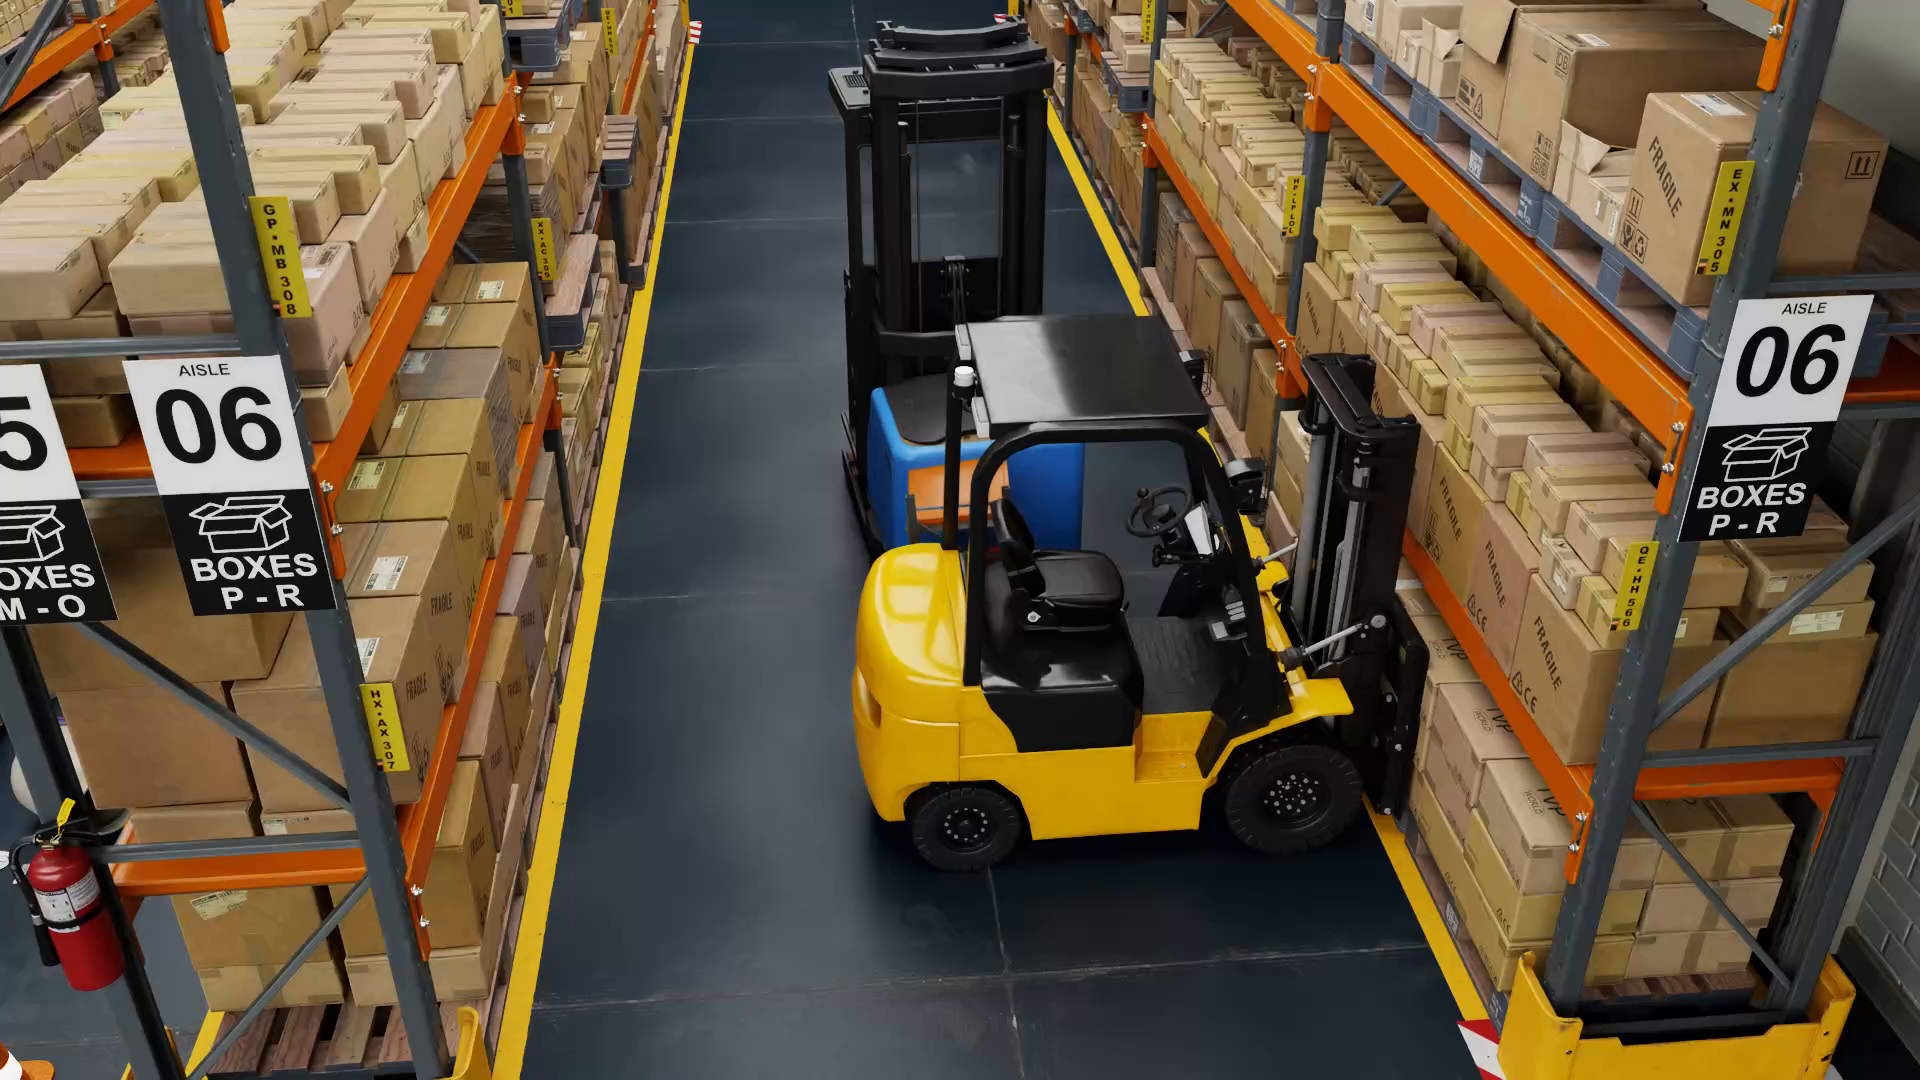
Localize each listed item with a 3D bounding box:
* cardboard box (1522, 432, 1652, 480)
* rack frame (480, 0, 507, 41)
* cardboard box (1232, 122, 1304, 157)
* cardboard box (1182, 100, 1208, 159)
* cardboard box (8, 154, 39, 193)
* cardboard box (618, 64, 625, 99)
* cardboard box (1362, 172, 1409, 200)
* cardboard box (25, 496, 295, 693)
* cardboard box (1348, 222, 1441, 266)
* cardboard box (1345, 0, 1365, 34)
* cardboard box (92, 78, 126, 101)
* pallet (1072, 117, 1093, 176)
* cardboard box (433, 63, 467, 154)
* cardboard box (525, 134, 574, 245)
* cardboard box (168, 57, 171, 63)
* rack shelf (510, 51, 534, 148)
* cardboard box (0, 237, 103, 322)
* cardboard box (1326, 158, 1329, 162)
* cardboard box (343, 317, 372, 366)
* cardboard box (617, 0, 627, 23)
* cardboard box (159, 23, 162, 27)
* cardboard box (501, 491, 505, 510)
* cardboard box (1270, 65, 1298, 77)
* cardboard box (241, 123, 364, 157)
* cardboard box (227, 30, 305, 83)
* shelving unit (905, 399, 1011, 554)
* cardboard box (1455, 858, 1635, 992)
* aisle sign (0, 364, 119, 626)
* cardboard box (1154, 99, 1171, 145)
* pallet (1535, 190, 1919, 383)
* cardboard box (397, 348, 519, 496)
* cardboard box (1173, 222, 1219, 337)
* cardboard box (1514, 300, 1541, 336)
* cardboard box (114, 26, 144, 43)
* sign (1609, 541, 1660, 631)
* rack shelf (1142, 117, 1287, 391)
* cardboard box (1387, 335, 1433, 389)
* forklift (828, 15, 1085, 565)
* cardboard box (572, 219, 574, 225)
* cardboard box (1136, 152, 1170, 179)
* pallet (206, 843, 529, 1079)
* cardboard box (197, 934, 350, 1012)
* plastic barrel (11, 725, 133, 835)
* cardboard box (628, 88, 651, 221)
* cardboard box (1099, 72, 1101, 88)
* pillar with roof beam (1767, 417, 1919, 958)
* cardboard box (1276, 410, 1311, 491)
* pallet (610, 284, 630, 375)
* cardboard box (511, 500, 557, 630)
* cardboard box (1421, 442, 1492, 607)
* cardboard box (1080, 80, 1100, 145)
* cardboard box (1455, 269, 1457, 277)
[{"bbox_3d":[2.362,-0.282,6.277,0.380,0.149,0.250,-3,31,-4],"label":"cardboard box"},{"bbox_3d":[-2.655,-3.651,7.087,1.000,3.000,0.127,-3,31,-5],"label":"rack frame"},{"bbox_3d":[1.884,-2.451,10.199,0.380,0.149,0.250,-2,31,-4],"label":"cardboard box"},{"bbox_3d":[1.787,-2.746,11.080,0.500,0.250,0.500,-4,31,-6],"label":"cardboard box"},{"bbox_3d":[-7.863,-2.828,13.587,0.500,0.500,0.500,-4,31,-6],"label":"cardboard box"},{"bbox_3d":[-2.890,-3.576,12.959,0.500,0.250,0.500,-4,31,-6],"label":"cardboard box"},{"bbox_3d":[2.494,-1.966,9.386,0.380,0.149,0.250,-4,31,-6],"label":"cardboard box"},{"bbox_3d":[-2.547,0.117,5.267,0.700,0.500,0.500,-3,31,-6],"label":"cardboard box"},{"bbox_3d":[2.153,-1.459,8.247,0.380,0.149,0.250,-2,31,-4],"label":"cardboard box"},{"bbox_3d":[2.026,-2.475,7.781,0.380,0.149,0.250,-2,31,-4],"label":"cardboard box"},{"bbox_3d":[-8.148,-4.269,15.762,0.380,0.149,0.250,-2,31,-3],"label":"cardboard box"},{"bbox_3d":[1.652,-3.789,15.888,1.003,0.211,1.213,-3,31,-5],"label":"pallet"},{"bbox_3d":[-2.265,-1.695,6.594,0.500,0.250,0.500,-3,31,-5],"label":"cardboard box"},{"bbox_3d":[-2.461,-1.935,9.268,0.500,0.500,0.500,-3,31,-4],"label":"cardboard box"},{"bbox_3d":[-8.194,-4.815,16.966,0.380,0.149,0.250,-3,31,-5],"label":"cardboard box"},{"bbox_3d":[-2.842,-3.075,9.750,1.077,0.370,4.000,-3,31,-5],"label":"rack shelf"},{"bbox_3d":[-2.607,-0.714,4.562,0.380,0.149,0.250,-2,31,-4],"label":"cardboard box"},{"bbox_3d":[2.420,-2.256,10.261,0.500,0.250,0.500,-3,31,-6],"label":"cardboard box"},{"bbox_3d":[-2.094,-0.665,5.258,0.380,0.149,0.250,-2,31,-3],"label":"cardboard box"},{"bbox_3d":[-2.921,-4.371,13.070,0.500,0.500,0.500,-2,31,-3],"label":"cardboard box"},{"bbox_3d":[-8.316,-5.475,17.781,0.380,0.149,0.250,-4,31,-7],"label":"cardboard box"},{"bbox_3d":[-2.229,-0.167,7.350,0.380,0.149,0.250,-3,31,-5],"label":"cardboard box"},{"bbox_3d":[2.336,-3.137,11.347,0.380,0.149,0.250,-3,31,-6],"label":"cardboard box"},{"bbox_3d":[-2.181,-1.259,5.474,0.380,0.149,0.250,-3,31,-5],"label":"cardboard box"},{"bbox_3d":[-2.810,-1.895,6.540,0.380,0.149,0.250,-4,31,-6],"label":"cardboard box"},{"bbox_3d":[0.022,-0.013,8.633,0.538,1.125,1.048,-5,31,1],"label":"shelving unit"},{"bbox_3d":[2.302,1.502,6.581,0.500,0.250,0.500,-3,31,-4],"label":"cardboard box"},{"bbox_3d":[-2.565,-0.104,4.463,0.394,0.787,0.004,-3,31,-5],"label":"aisle sign"},{"bbox_3d":[1.711,-3.055,12.085,0.500,0.250,0.500,-3,31,-4],"label":"cardboard box"},{"bbox_3d":[2.620,-0.885,5.468,1.003,0.211,1.213,-3,31,-5],"label":"pallet"},{"bbox_3d":[-2.258,-0.504,7.281,0.500,0.500,0.500,-2,31,-3],"label":"cardboard box"},{"bbox_3d":[2.026,-1.866,11.855,0.875,0.625,0.625,-2,31,-3],"label":"cardboard box"},{"bbox_3d":[2.704,-0.960,7.413,0.380,0.149,0.250,-3,31,-5],"label":"cardboard box"},{"bbox_3d":[-8.821,-5.307,17.500,0.380,0.149,0.250,-2,31,-3],"label":"cardboard box"},{"bbox_3d":[2.118,0.147,5.218,0.100,0.325,0.005,-3,31,-5],"label":"sign"},{"bbox_3d":[2.099,-2.027,10.921,1.077,0.370,4.000,-3,31,-5],"label":"rack shelf"},{"bbox_3d":[2.145,-0.806,7.445,0.380,0.149,0.250,-4,31,-6],"label":"cardboard box"},{"bbox_3d":[-0.122,-1.574,9.527,1.130,2.935,3.031,-6,31,-10],"label":"forklift"},{"bbox_3d":[-2.513,-1.974,9.965,0.380,0.149,0.250,-3,31,-4],"label":"cardboard box"},{"bbox_3d":[1.614,-2.983,13.214,0.380,0.149,0.250,-4,31,-7],"label":"cardboard box"},{"bbox_3d":[-2.329,1.709,6.684,1.003,0.211,1.213,-3,31,-5],"label":"pallet"},{"bbox_3d":[-2.627,1.555,6.494,0.500,0.250,0.500,-3,31,-5],"label":"cardboard box"},{"bbox_3d":[-3.982,1.091,7.511,0.512,0.421,0.421,20,36,29],"label":"plastic barrel"},{"bbox_3d":[-3.090,-3.198,13.841,0.875,0.875,0.875,-2,31,-4],"label":"cardboard box"},{"bbox_3d":[1.485,-4.182,15.222,0.380,0.149,0.250,-3,31,-5],"label":"cardboard box"},{"bbox_3d":[-0.794,-2.041,4.391,9.100,9.000,0.400,-3,31,-5],"label":"pillar with roof beam"},{"bbox_3d":[2.019,-0.482,8.929,0.500,0.250,0.500,-3,31,-5],"label":"cardboard box"},{"bbox_3d":[-2.958,-1.521,12.091,1.003,0.211,1.213,-3,31,-5],"label":"pallet"},{"bbox_3d":[-2.284,0.152,8.112,0.500,0.500,0.500,-2,31,-4],"label":"cardboard box"},{"bbox_3d":[2.265,-0.081,6.864,0.500,0.500,0.500,-3,31,-6],"label":"cardboard box"},{"bbox_3d":[1.420,-3.978,15.512,0.500,0.500,0.500,-3,31,-5],"label":"cardboard box"},{"bbox_3d":[2.630,-1.359,8.369,0.380,0.149,0.250,-4,31,-6],"label":"cardboard box"}]
